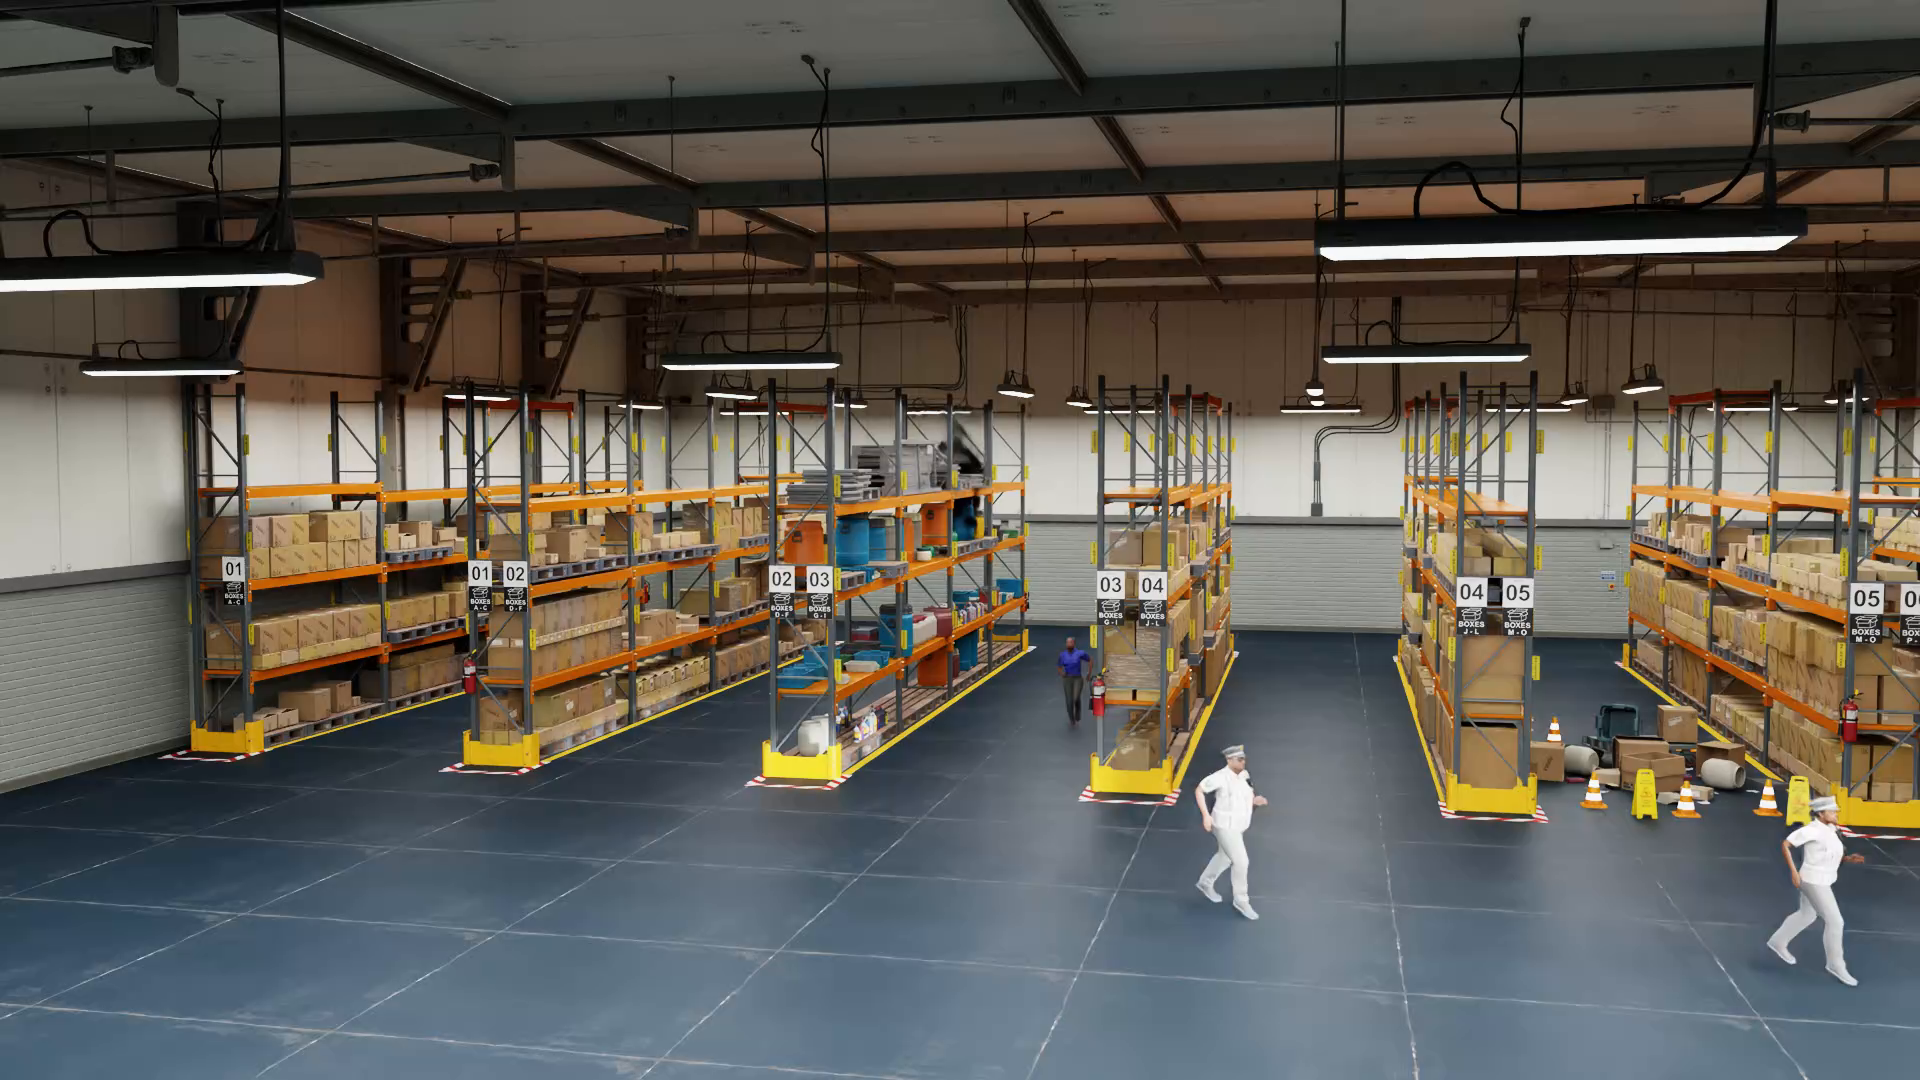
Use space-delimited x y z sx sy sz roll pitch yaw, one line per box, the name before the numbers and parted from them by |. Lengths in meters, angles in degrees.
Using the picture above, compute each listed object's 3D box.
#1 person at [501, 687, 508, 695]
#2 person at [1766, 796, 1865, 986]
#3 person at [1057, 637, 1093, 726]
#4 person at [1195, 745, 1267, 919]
person | -8.167 2.466 30.319 0.508 1.587 0.657 0 3 5
person | 8.053 3.250 15.669 0.864 1.737 0.547 3 5 44
person | 2.010 2.515 29.405 0.600 1.610 0.698 1 3 17
person | 2.892 3.093 17.840 0.892 1.837 0.634 3 4 40
